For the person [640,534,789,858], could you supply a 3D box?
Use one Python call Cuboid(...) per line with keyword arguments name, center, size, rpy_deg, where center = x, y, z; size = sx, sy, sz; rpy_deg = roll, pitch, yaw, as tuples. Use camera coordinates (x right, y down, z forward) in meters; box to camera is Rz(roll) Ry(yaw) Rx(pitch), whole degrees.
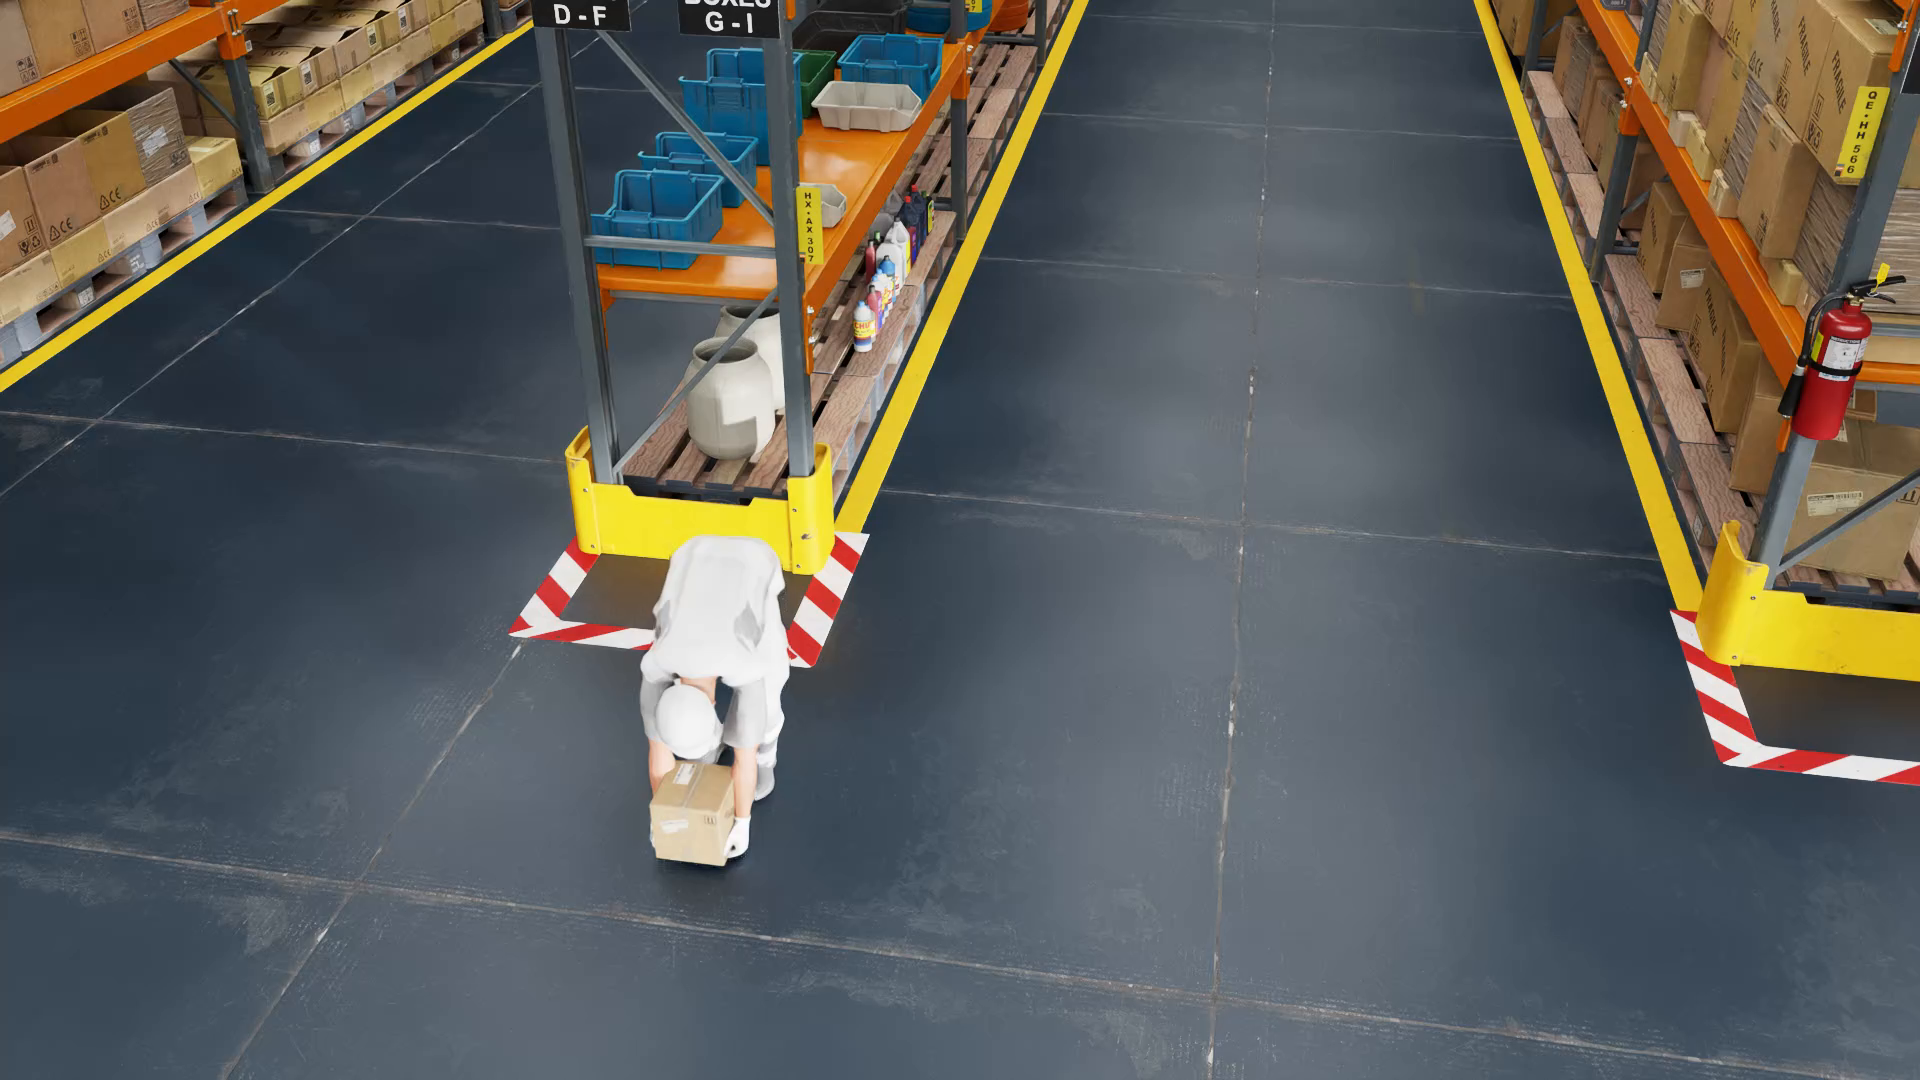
Cuboid(name="person", center=(-0.886, 0.554, 5.996), size=(0.521, 0.970, 0.948), rpy_deg=(4, 32, 6))
